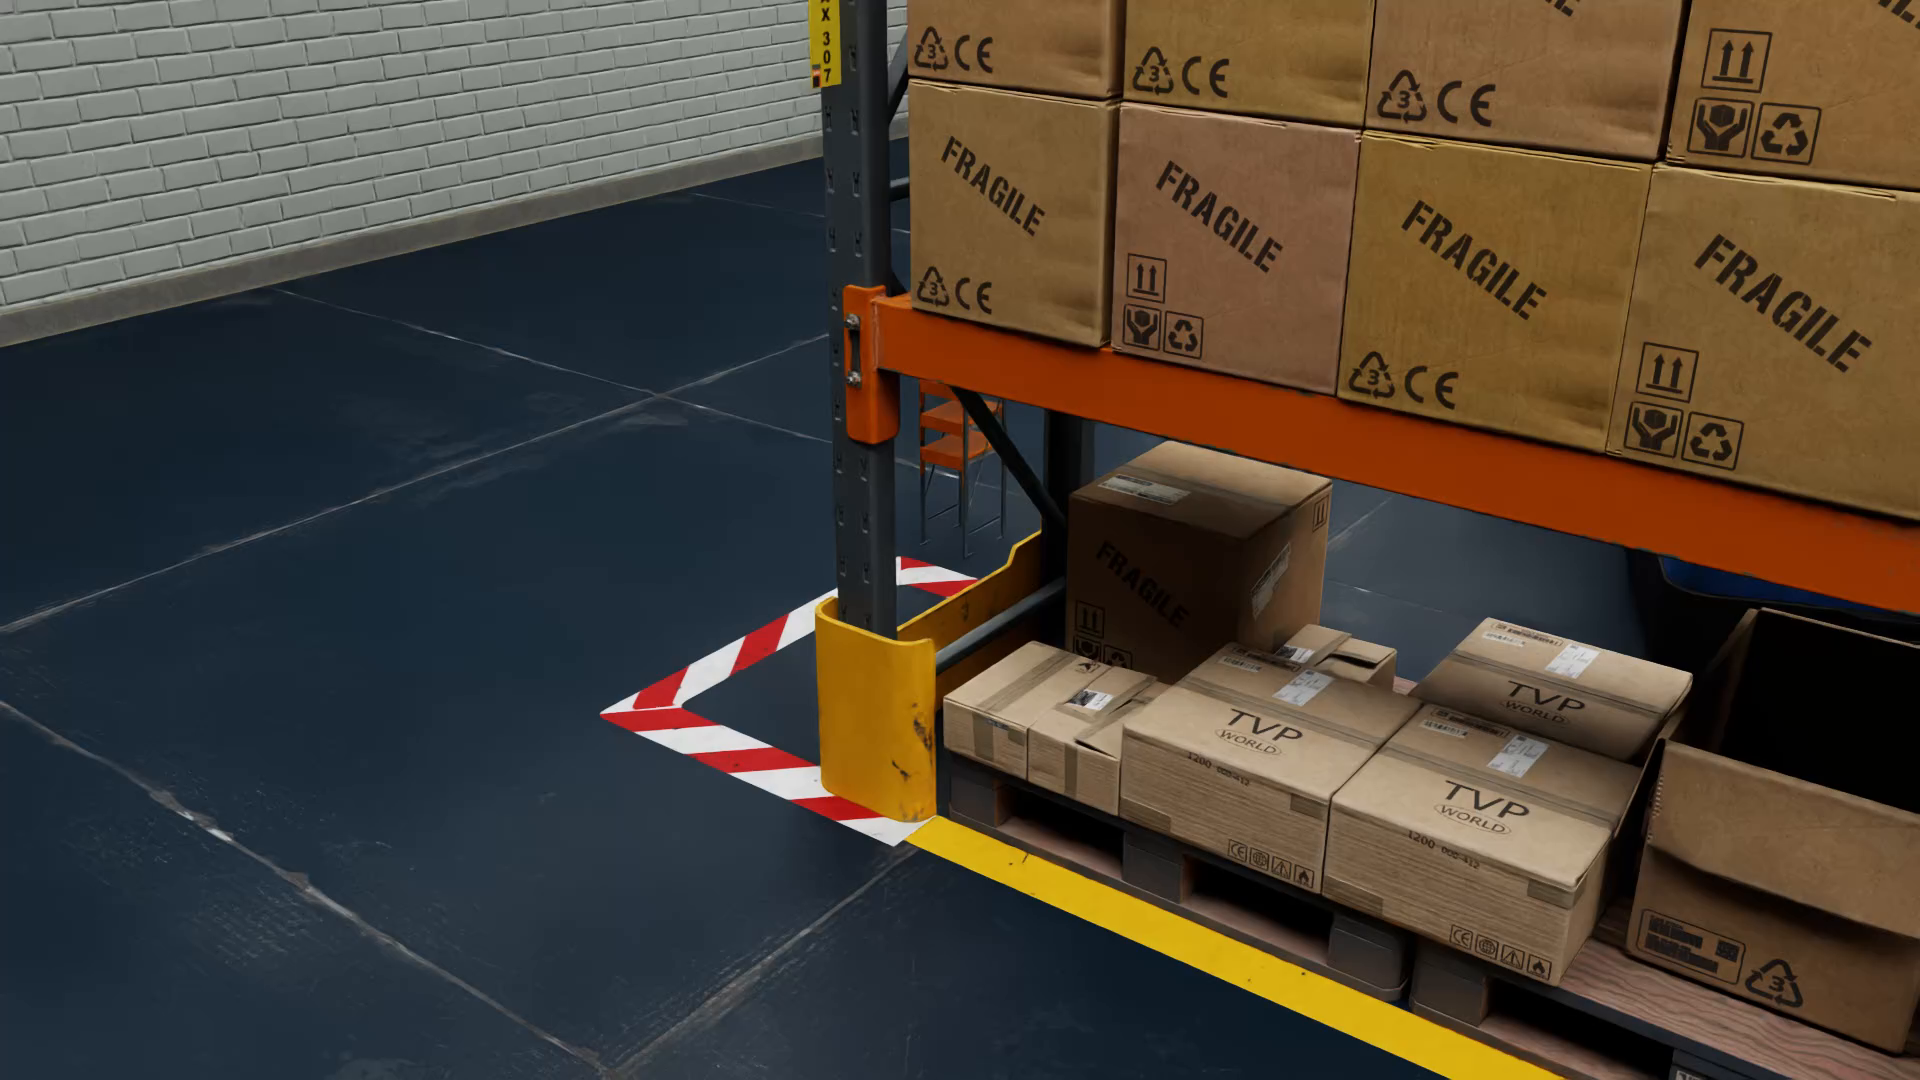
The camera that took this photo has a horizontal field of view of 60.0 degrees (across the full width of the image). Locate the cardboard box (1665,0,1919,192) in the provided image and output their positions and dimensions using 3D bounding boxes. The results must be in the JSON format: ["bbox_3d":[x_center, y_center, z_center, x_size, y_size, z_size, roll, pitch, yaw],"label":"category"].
[{"bbox_3d":[1.465,-0.846,2.586,0.500,0.500,0.500,17,29,33],"label":"cardboard box"}]

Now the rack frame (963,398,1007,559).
[{"bbox_3d":[0.085,-0.523,5.450,0.006,1.200,0.240,17,29,33],"label":"rack frame"}]

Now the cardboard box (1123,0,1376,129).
[{"bbox_3d":[0.661,-1.091,3.143,0.500,0.500,0.500,17,29,34],"label":"cardboard box"}]

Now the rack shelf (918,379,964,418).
[{"bbox_3d":[0.012,-0.505,5.518,0.180,0.103,0.258,17,29,33],"label":"rack shelf"}]

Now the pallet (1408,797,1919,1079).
[{"bbox_3d":[1.712,0.878,3.496,1.213,0.211,1.003,17,29,33],"label":"pallet"}]

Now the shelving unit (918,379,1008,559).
[{"bbox_3d":[0.012,-0.546,5.500,0.189,1.200,0.258,17,29,33],"label":"shelving unit"}]

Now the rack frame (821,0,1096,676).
[{"bbox_3d":[0.041,-0.904,4.082,0.127,3.000,1.000,17,29,33],"label":"rack frame"}]

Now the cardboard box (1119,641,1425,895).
[{"bbox_3d":[0.706,0.497,3.767,0.500,0.250,0.500,17,29,33],"label":"cardboard box"}]

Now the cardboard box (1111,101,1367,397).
[{"bbox_3d":[0.654,-0.635,3.346,0.500,0.500,0.500,16,29,33],"label":"cardboard box"}]

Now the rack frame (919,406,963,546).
[{"bbox_3d":[-0.062,-0.568,5.550,0.006,1.200,0.240,17,29,33],"label":"rack frame"}]

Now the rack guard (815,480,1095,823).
[{"bbox_3d":[0.102,0.258,4.545,0.348,0.500,1.175,17,29,33],"label":"rack guard"}]

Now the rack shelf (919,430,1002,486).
[{"bbox_3d":[0.012,-0.285,5.615,0.180,0.103,0.258,17,29,33],"label":"rack shelf"}]

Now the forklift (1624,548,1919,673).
[{"bbox_3d":[3.577,-0.959,4.290,3.031,2.935,1.130,6,25,14],"label":"forklift"}]

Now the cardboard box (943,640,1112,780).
[{"bbox_3d":[0.170,0.411,4.087,0.250,0.149,0.380,17,29,33],"label":"cardboard box"}]

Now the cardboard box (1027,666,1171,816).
[{"bbox_3d":[0.370,0.463,3.946,0.250,0.166,0.380,17,29,33],"label":"cardboard box"}]

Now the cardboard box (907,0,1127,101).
[{"bbox_3d":[0.238,-1.215,3.424,0.500,0.500,0.500,18,29,35],"label":"cardboard box"}]

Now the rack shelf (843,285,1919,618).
[{"bbox_3d":[1.641,-0.092,3.130,4.000,0.370,1.077,17,29,33],"label":"rack shelf"}]

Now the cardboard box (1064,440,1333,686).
[{"bbox_3d":[0.624,0.090,4.380,0.500,0.500,0.500,17,29,33],"label":"cardboard box"}]

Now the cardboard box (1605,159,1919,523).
[{"bbox_3d":[1.453,-0.391,2.793,0.500,0.500,0.500,17,29,34],"label":"cardboard box"}]

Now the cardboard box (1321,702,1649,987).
[{"bbox_3d":[1.106,0.617,3.493,0.500,0.250,0.500,17,29,33],"label":"cardboard box"}]

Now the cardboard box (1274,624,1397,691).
[{"bbox_3d":[0.894,0.370,4.159,0.250,0.166,0.380,17,29,33],"label":"cardboard box"}]

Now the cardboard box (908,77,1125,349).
[{"bbox_3d":[0.238,-0.758,3.626,0.500,0.500,0.500,18,29,34],"label":"cardboard box"}]

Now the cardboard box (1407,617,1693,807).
[{"bbox_3d":[1.366,0.444,3.887,0.500,0.250,0.500,17,29,33],"label":"cardboard box"}]

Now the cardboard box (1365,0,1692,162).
[{"bbox_3d":[1.058,-0.969,2.864,0.500,0.500,0.500,17,29,34],"label":"cardboard box"}]

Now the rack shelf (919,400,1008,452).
[{"bbox_3d":[0.012,-0.395,5.566,0.180,0.103,0.258,17,29,33],"label":"rack shelf"}]

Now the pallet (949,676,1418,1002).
[{"bbox_3d":[0.740,0.583,4.166,1.213,0.211,1.003,17,29,33],"label":"pallet"}]

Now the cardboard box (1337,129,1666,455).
[{"bbox_3d":[1.054,-0.512,3.069,0.500,0.500,0.500,17,29,33],"label":"cardboard box"}]

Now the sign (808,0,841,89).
[{"bbox_3d":[-0.285,-1.125,3.510,0.005,0.325,0.100,17,29,33],"label":"sign"}]

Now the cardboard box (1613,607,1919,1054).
[{"bbox_3d":[1.735,0.551,3.329,0.637,0.503,0.797,17,29,33],"label":"cardboard box"}]
